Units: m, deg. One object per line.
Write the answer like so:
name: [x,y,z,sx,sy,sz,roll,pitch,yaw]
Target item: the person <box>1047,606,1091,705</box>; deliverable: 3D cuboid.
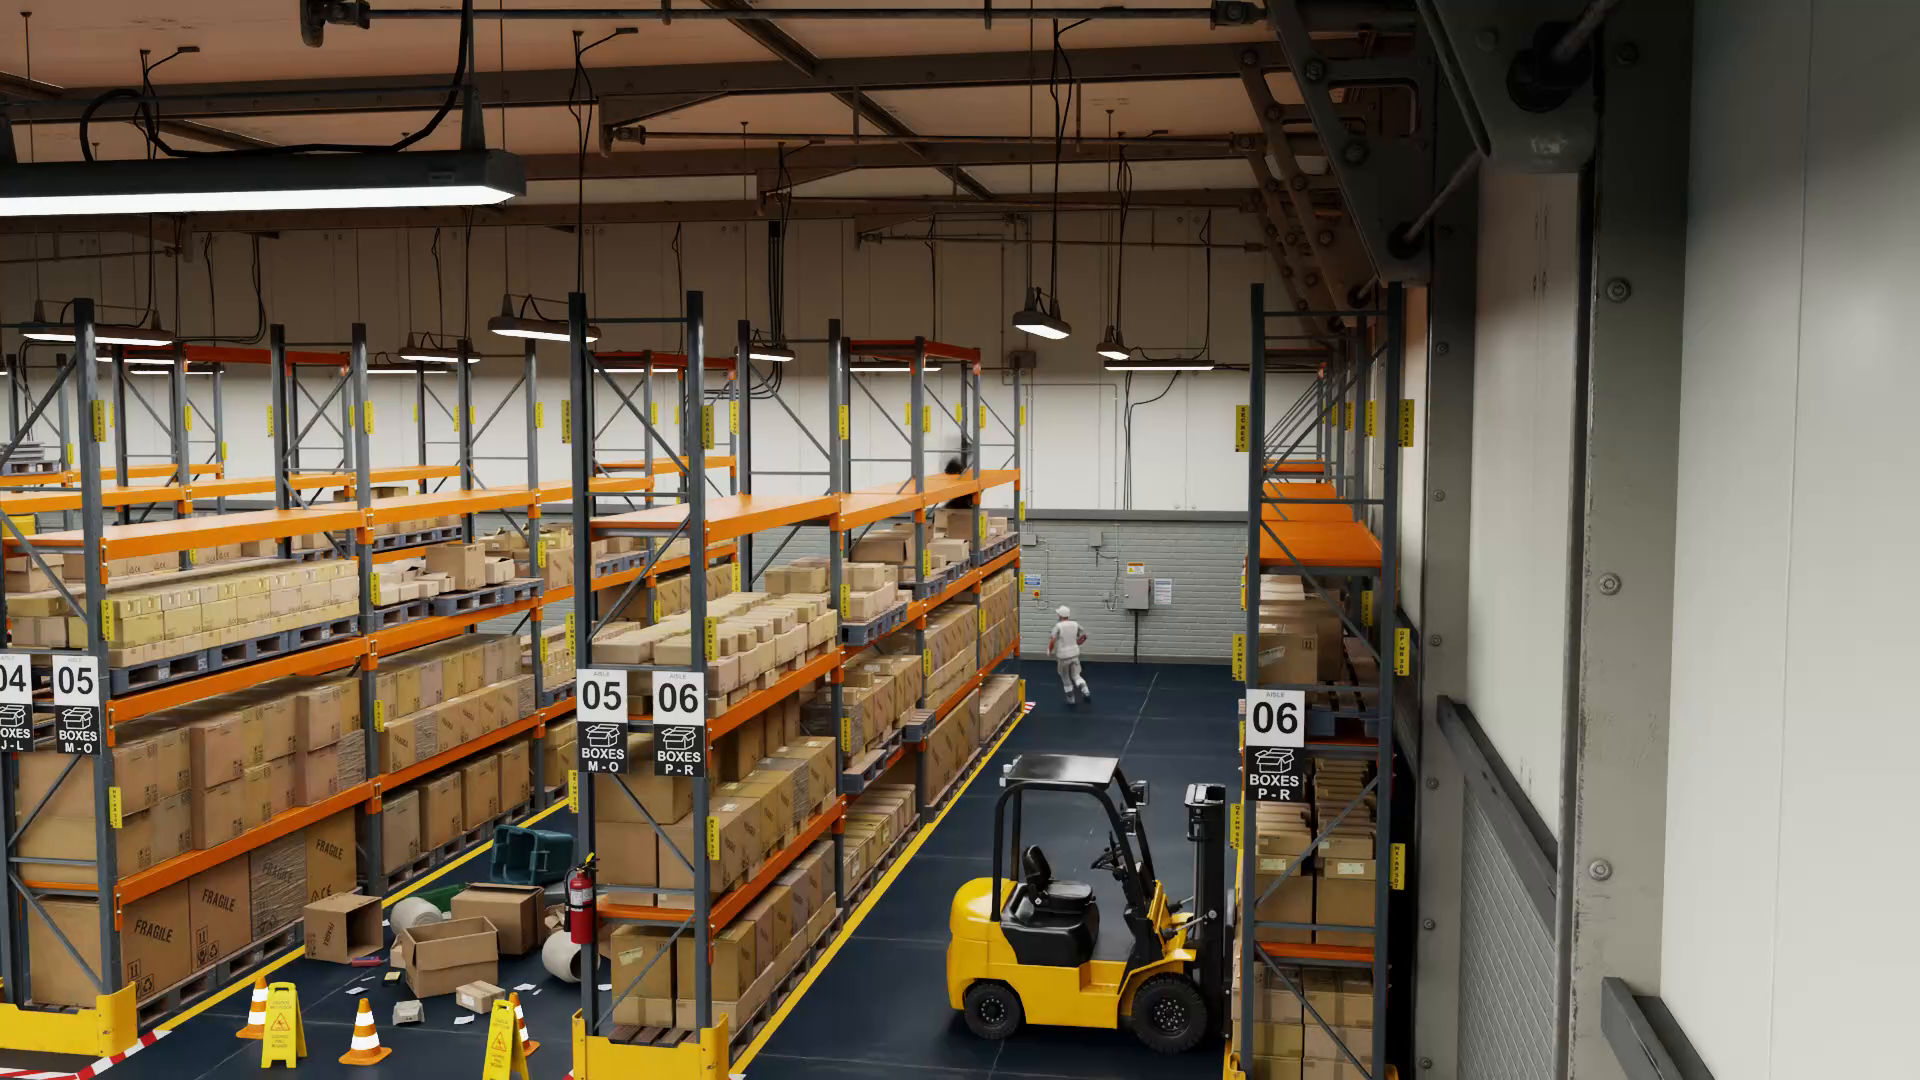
person: [1.819,1.998,28.472,0.716,1.756,0.804,-2,5,-22]
